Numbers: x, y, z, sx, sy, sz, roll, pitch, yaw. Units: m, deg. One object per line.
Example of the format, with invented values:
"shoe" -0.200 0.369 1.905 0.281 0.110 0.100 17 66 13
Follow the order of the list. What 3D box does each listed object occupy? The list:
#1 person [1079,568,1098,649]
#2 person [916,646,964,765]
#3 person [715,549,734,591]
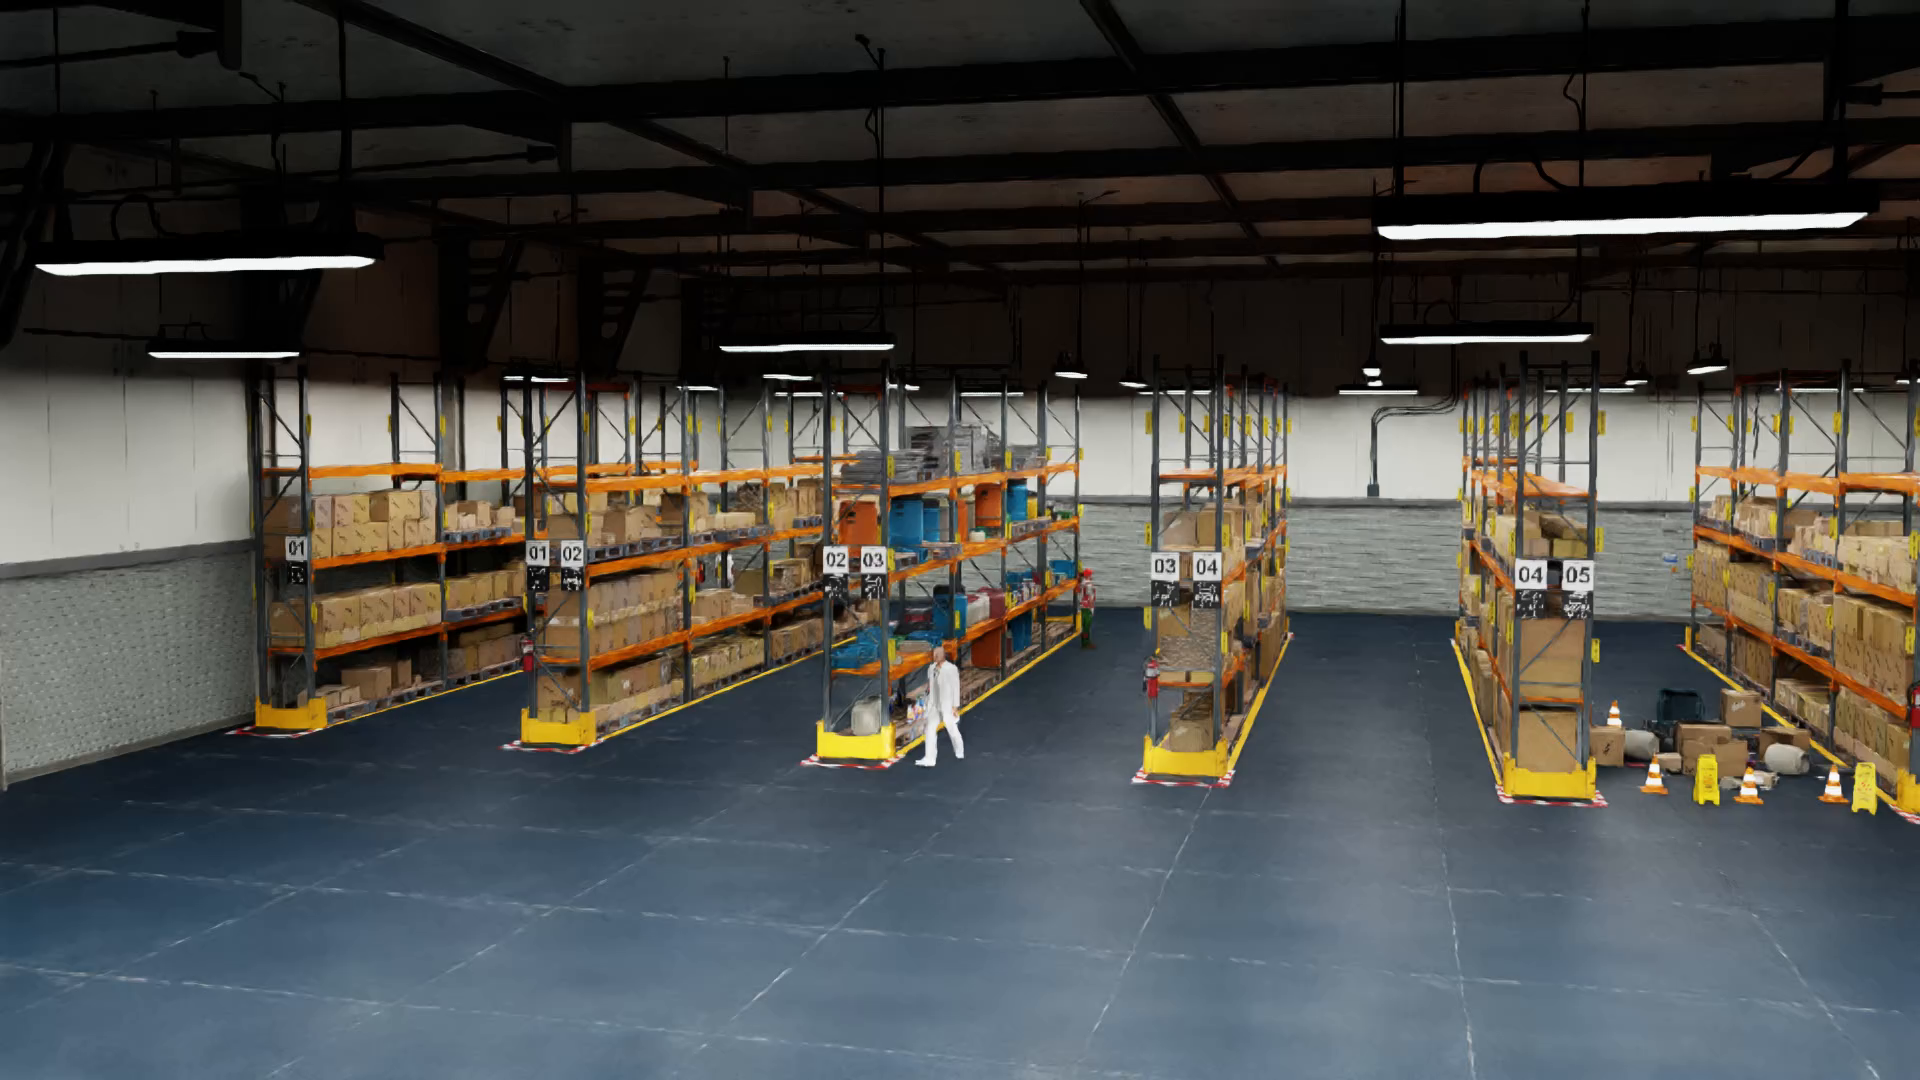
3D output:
"person" 2.899 1.524 37.236 0.451 1.789 0.605 -1 4 -14
"person" -0.249 2.433 24.559 0.614 1.749 0.973 3 5 33
"person" -6.305 1.002 44.975 0.734 1.770 0.575 -3 5 -37
